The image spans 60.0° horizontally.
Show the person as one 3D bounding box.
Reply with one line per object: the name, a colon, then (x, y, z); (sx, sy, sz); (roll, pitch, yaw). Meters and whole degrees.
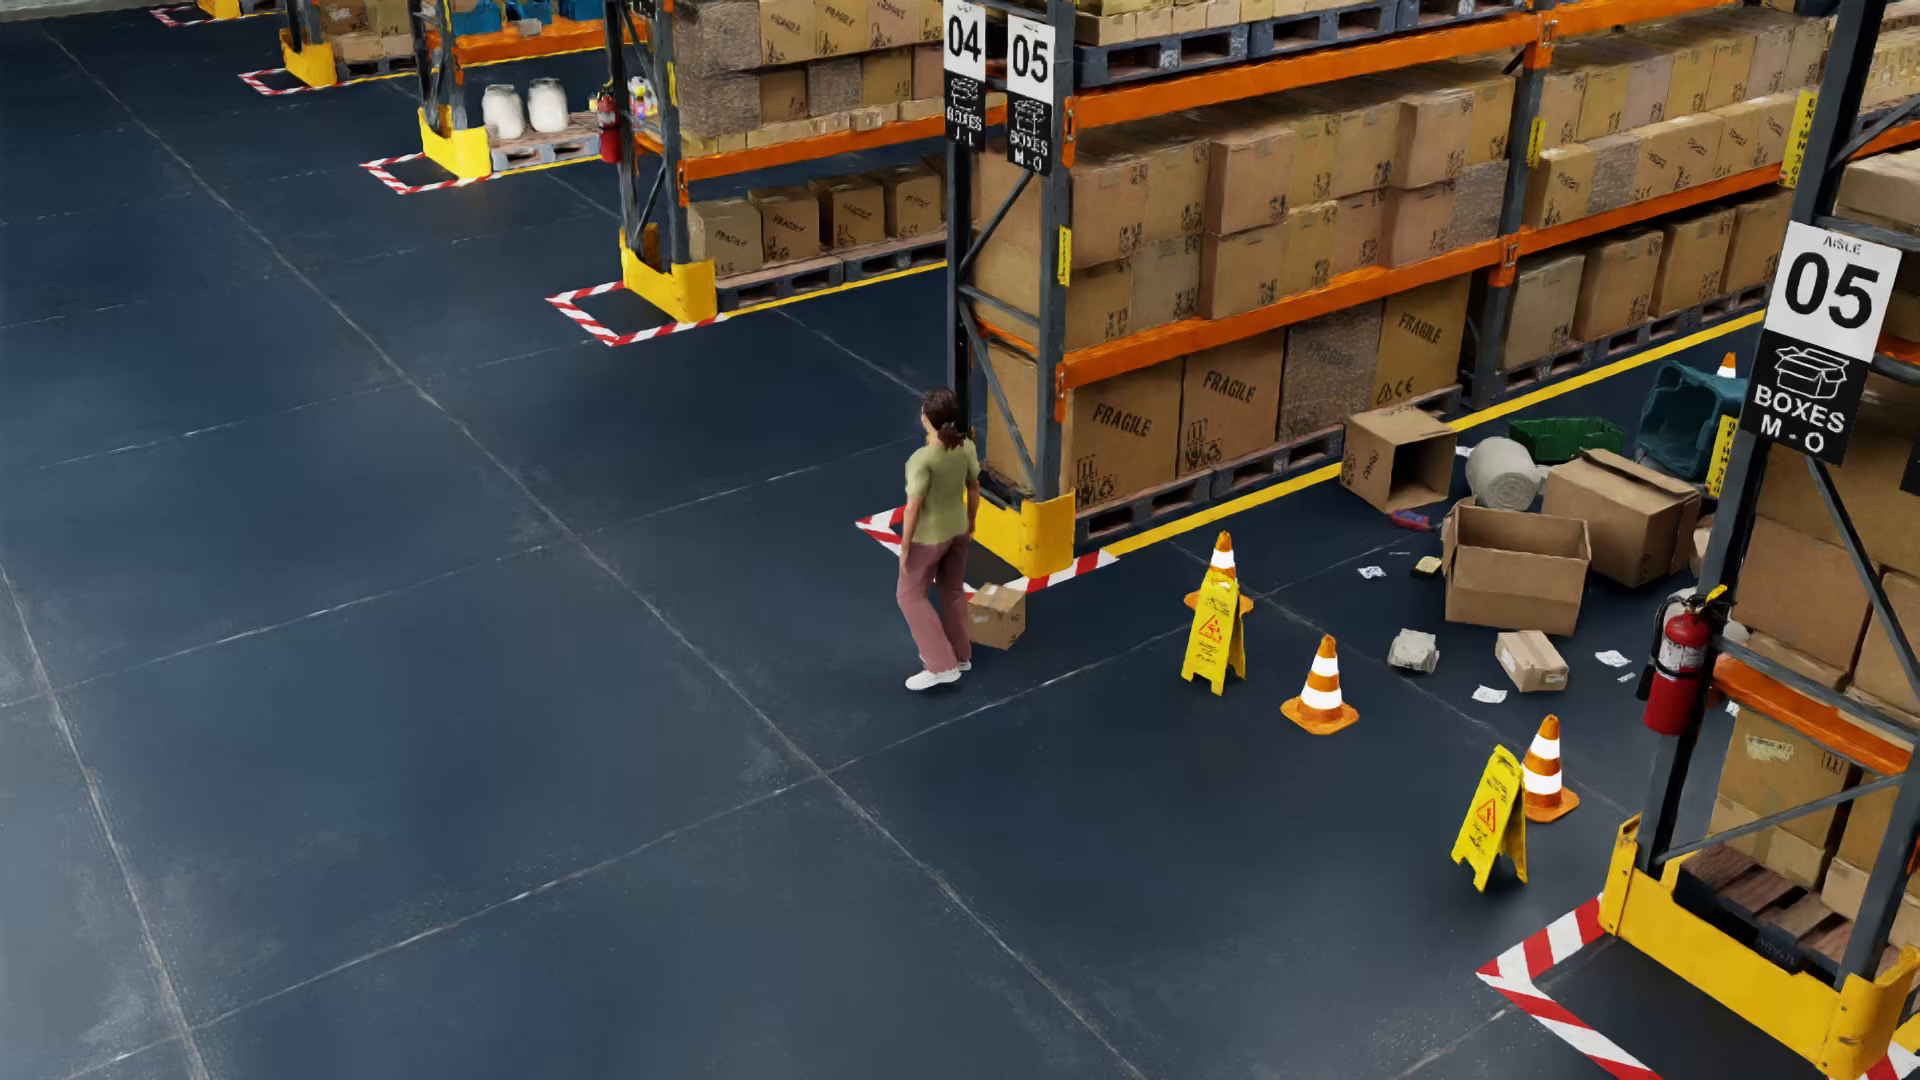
person: (-0.096, -0.010, 8.650); (0.394, 1.676, 0.528); (25, 38, 38)
